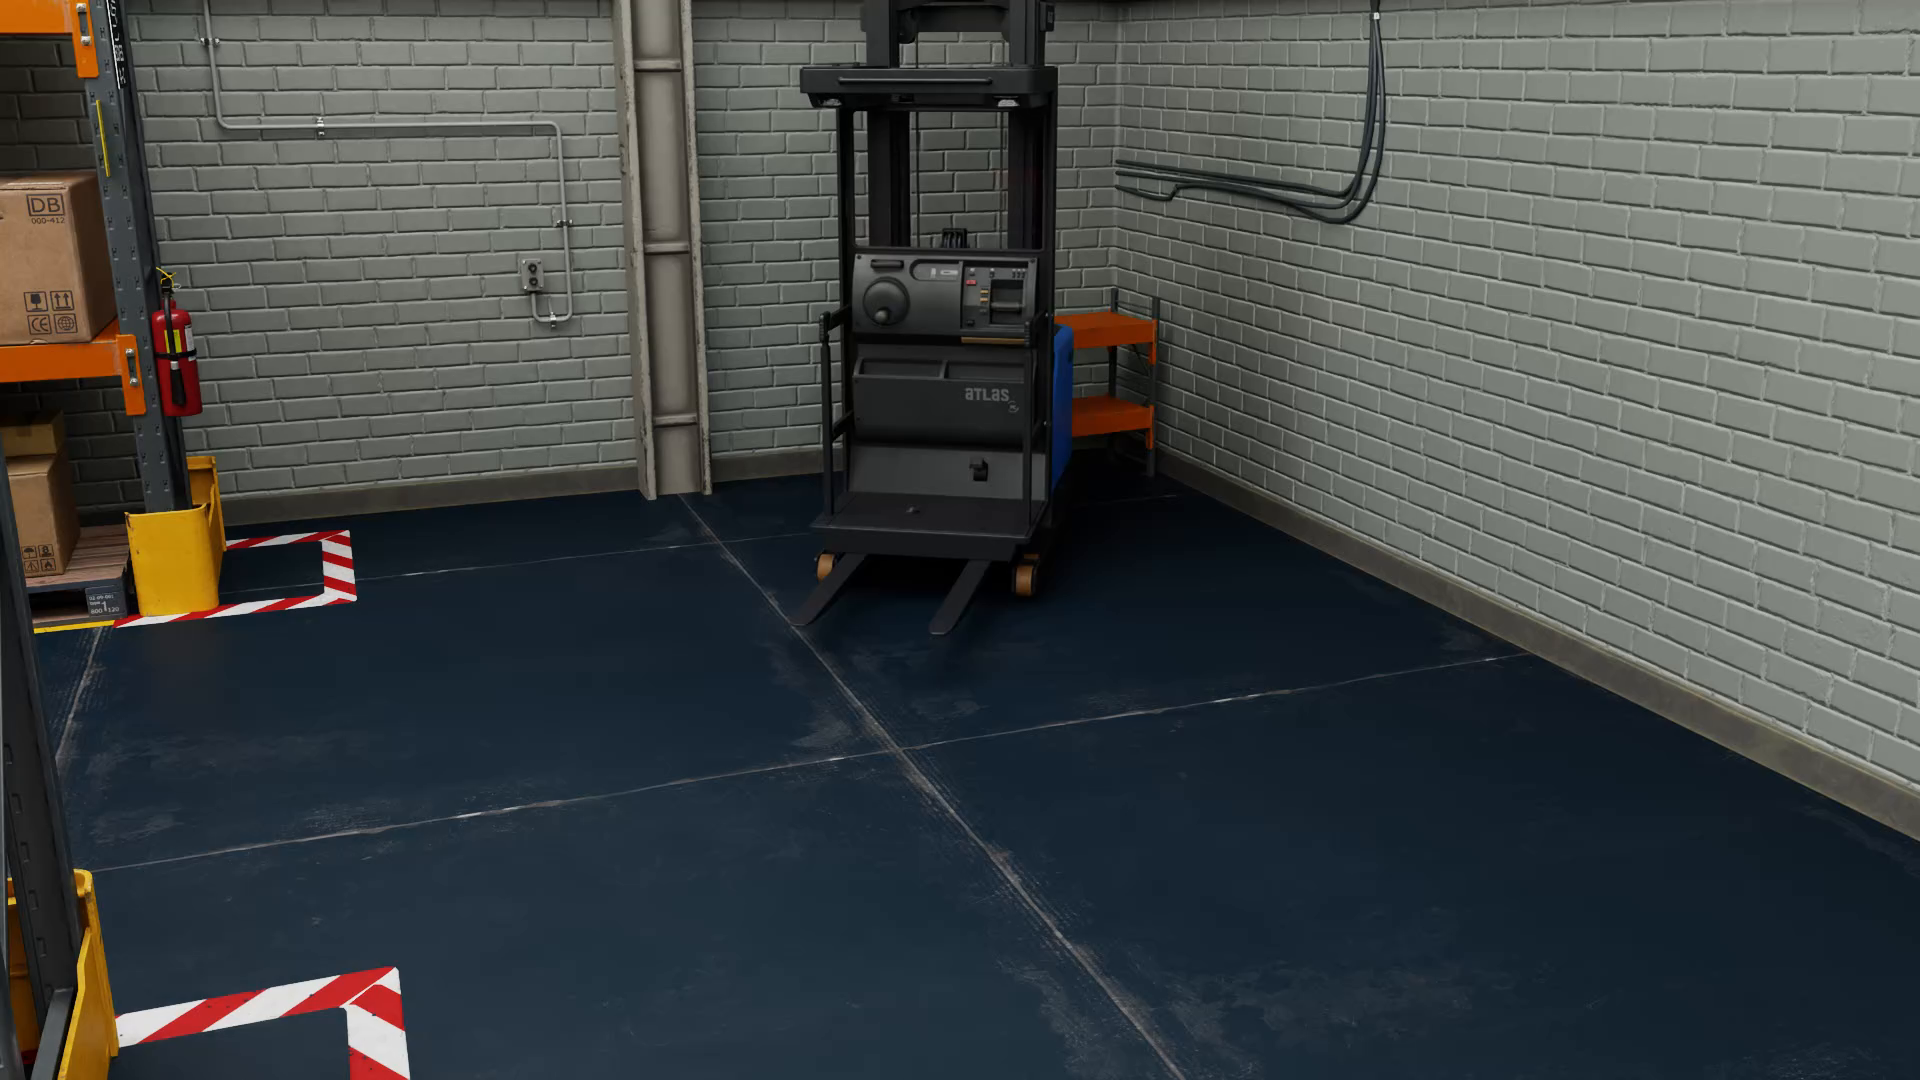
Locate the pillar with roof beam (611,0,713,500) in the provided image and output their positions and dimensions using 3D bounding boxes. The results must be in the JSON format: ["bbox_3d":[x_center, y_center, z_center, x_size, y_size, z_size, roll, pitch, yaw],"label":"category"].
[{"bbox_3d":[-0.192,-3.484,4.992,0.400,9.000,9.100,-6,17,-20],"label":"pillar with roof beam"}]

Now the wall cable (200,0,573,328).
[{"bbox_3d":[-3.087,-2.104,9.136,1.851,1.984,0.084,-6,17,-20],"label":"wall cable"}]

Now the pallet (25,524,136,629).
[{"bbox_3d":[-4.662,0.201,8.040,1.213,0.211,1.003,-6,17,-20],"label":"pallet"}]

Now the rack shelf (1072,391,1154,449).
[{"bbox_3d":[0.644,-0.697,10.345,1.000,0.278,0.538,-9,18,-27],"label":"rack shelf"}]

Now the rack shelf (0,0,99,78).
[{"bbox_3d":[-5.811,-2.131,6.984,4.000,0.370,1.077,-6,17,-20],"label":"rack shelf"}]

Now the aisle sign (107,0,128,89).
[{"bbox_3d":[-3.769,-2.414,7.382,0.004,0.787,0.394,-6,17,-20],"label":"aisle sign"}]

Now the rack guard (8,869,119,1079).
[{"bbox_3d":[-2.239,1.271,3.881,0.348,0.500,1.175,-6,17,-20],"label":"rack guard"}]

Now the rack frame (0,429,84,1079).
[{"bbox_3d":[-2.168,0.064,3.555,0.127,3.000,1.000,-6,17,-20],"label":"rack frame"}]

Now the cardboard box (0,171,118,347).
[{"bbox_3d":[-4.417,-1.328,7.766,0.700,0.700,0.980,-5,17,-18],"label":"cardboard box"}]

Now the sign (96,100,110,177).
[{"bbox_3d":[-3.763,-1.764,7.305,0.005,0.325,0.100,-6,17,-20],"label":"sign"}]

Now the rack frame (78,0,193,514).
[{"bbox_3d":[-3.944,-1.239,7.992,0.127,3.000,1.000,-6,17,-20],"label":"rack frame"}]

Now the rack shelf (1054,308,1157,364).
[{"bbox_3d":[0.644,-1.213,10.193,1.000,0.278,0.538,-9,18,-27],"label":"rack shelf"}]

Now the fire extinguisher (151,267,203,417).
[{"bbox_3d":[-3.638,-0.916,7.694,0.183,0.674,0.296,-6,17,-20],"label":"fire extinguisher"}]

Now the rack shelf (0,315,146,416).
[{"bbox_3d":[-5.811,-0.692,7.407,4.000,0.370,1.077,-6,17,-20],"label":"rack shelf"}]

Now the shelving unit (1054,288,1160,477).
[{"bbox_3d":[0.644,-0.932,10.276,1.048,1.125,0.538,-9,18,-27],"label":"shelving unit"}]

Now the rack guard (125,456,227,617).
[{"bbox_3d":[-3.921,-0.042,8.352,0.348,0.500,1.175,-6,17,-20],"label":"rack guard"}]

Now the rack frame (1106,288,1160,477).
[{"bbox_3d":[1.091,-1.000,10.509,0.032,1.125,0.500,-9,18,-27],"label":"rack frame"}]

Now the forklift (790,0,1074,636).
[{"bbox_3d":[-0.115,-1.234,8.098,1.130,2.935,3.031,3,17,10],"label":"forklift"}]

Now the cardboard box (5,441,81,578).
[{"bbox_3d":[-4.562,-0.144,7.955,0.500,0.500,0.700,-6,17,-20],"label":"cardboard box"}]

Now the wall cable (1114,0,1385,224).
[{"bbox_3d":[1.465,-3.103,9.206,0.112,2.526,3.097,-6,17,-20],"label":"wall cable"}]

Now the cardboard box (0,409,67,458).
[{"bbox_3d":[-4.517,-0.520,8.086,0.250,0.149,0.380,-6,17,-20],"label":"cardboard box"}]
